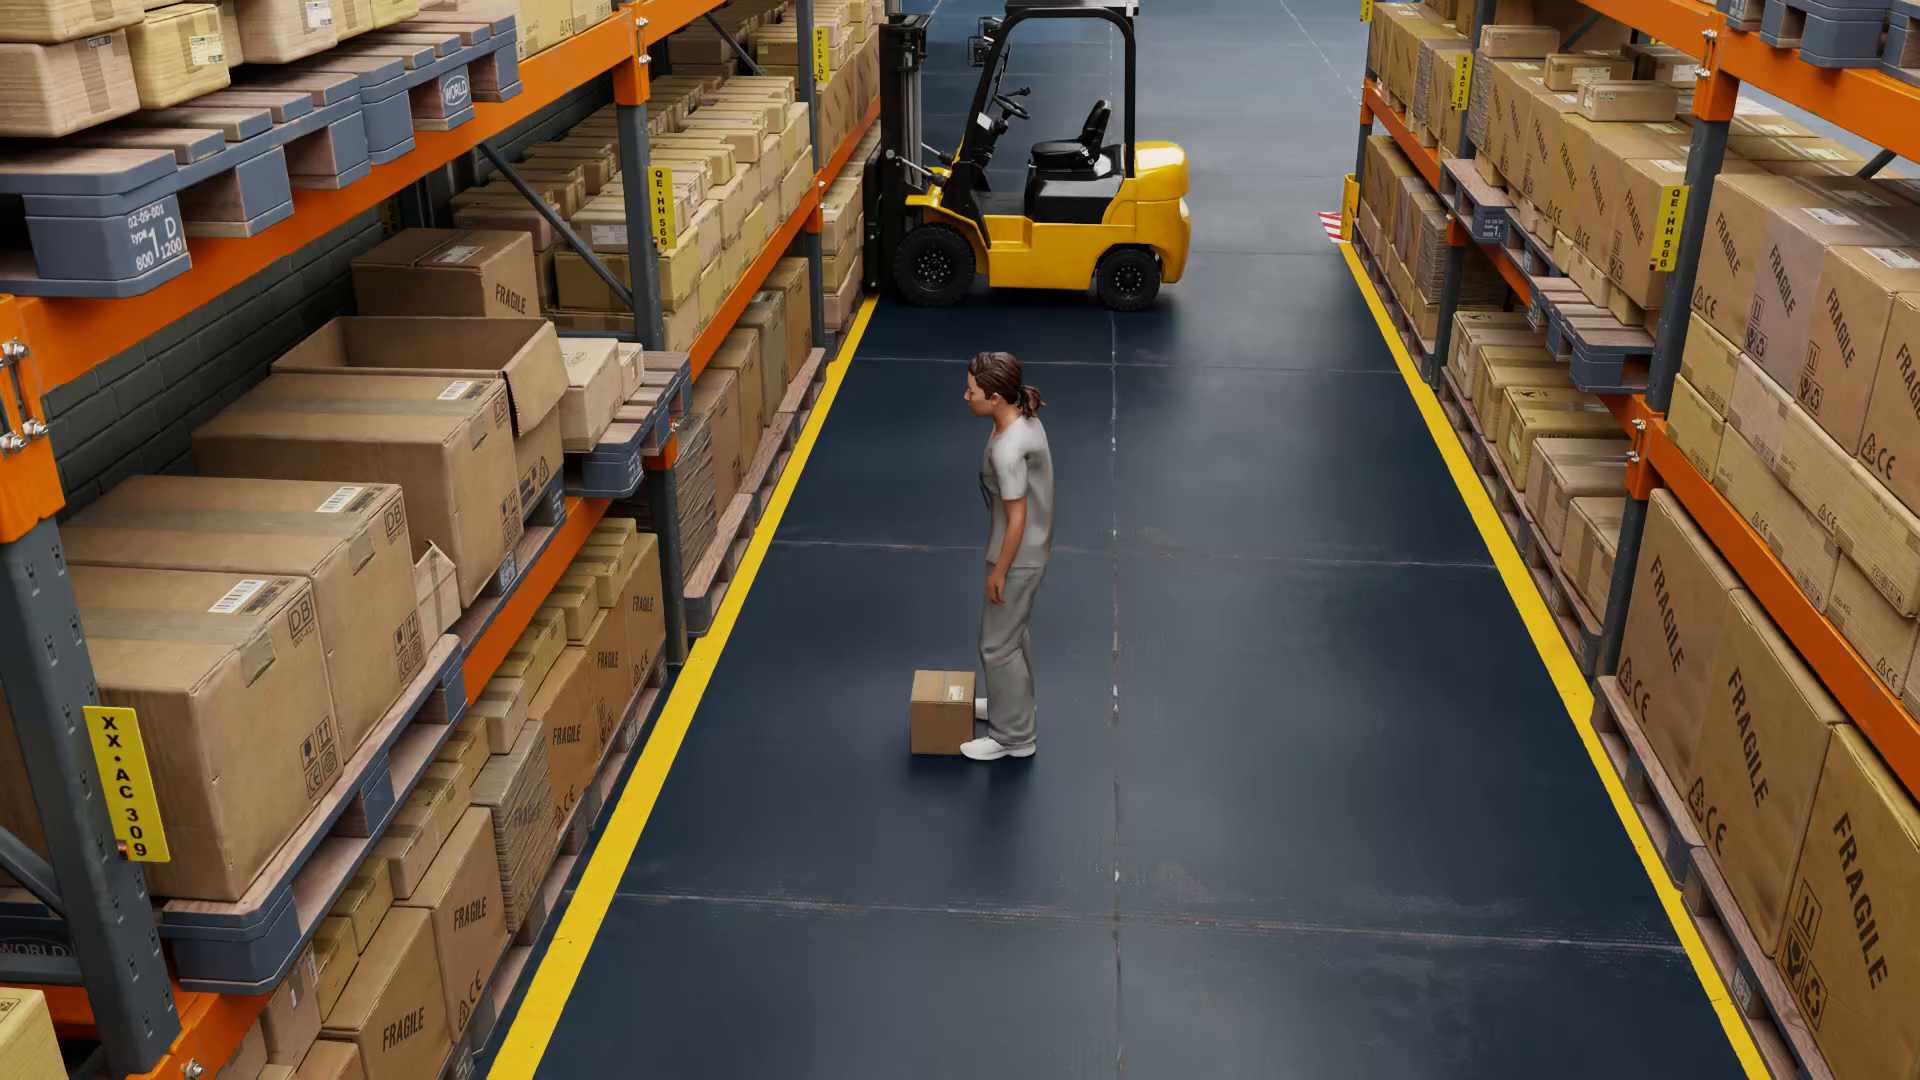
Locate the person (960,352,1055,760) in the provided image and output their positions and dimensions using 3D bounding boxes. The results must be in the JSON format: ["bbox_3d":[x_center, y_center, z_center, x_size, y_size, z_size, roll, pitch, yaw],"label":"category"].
[{"bbox_3d":[0.182,0.060,6.476,0.360,1.672,0.485,2,25,4],"label":"person"}]
